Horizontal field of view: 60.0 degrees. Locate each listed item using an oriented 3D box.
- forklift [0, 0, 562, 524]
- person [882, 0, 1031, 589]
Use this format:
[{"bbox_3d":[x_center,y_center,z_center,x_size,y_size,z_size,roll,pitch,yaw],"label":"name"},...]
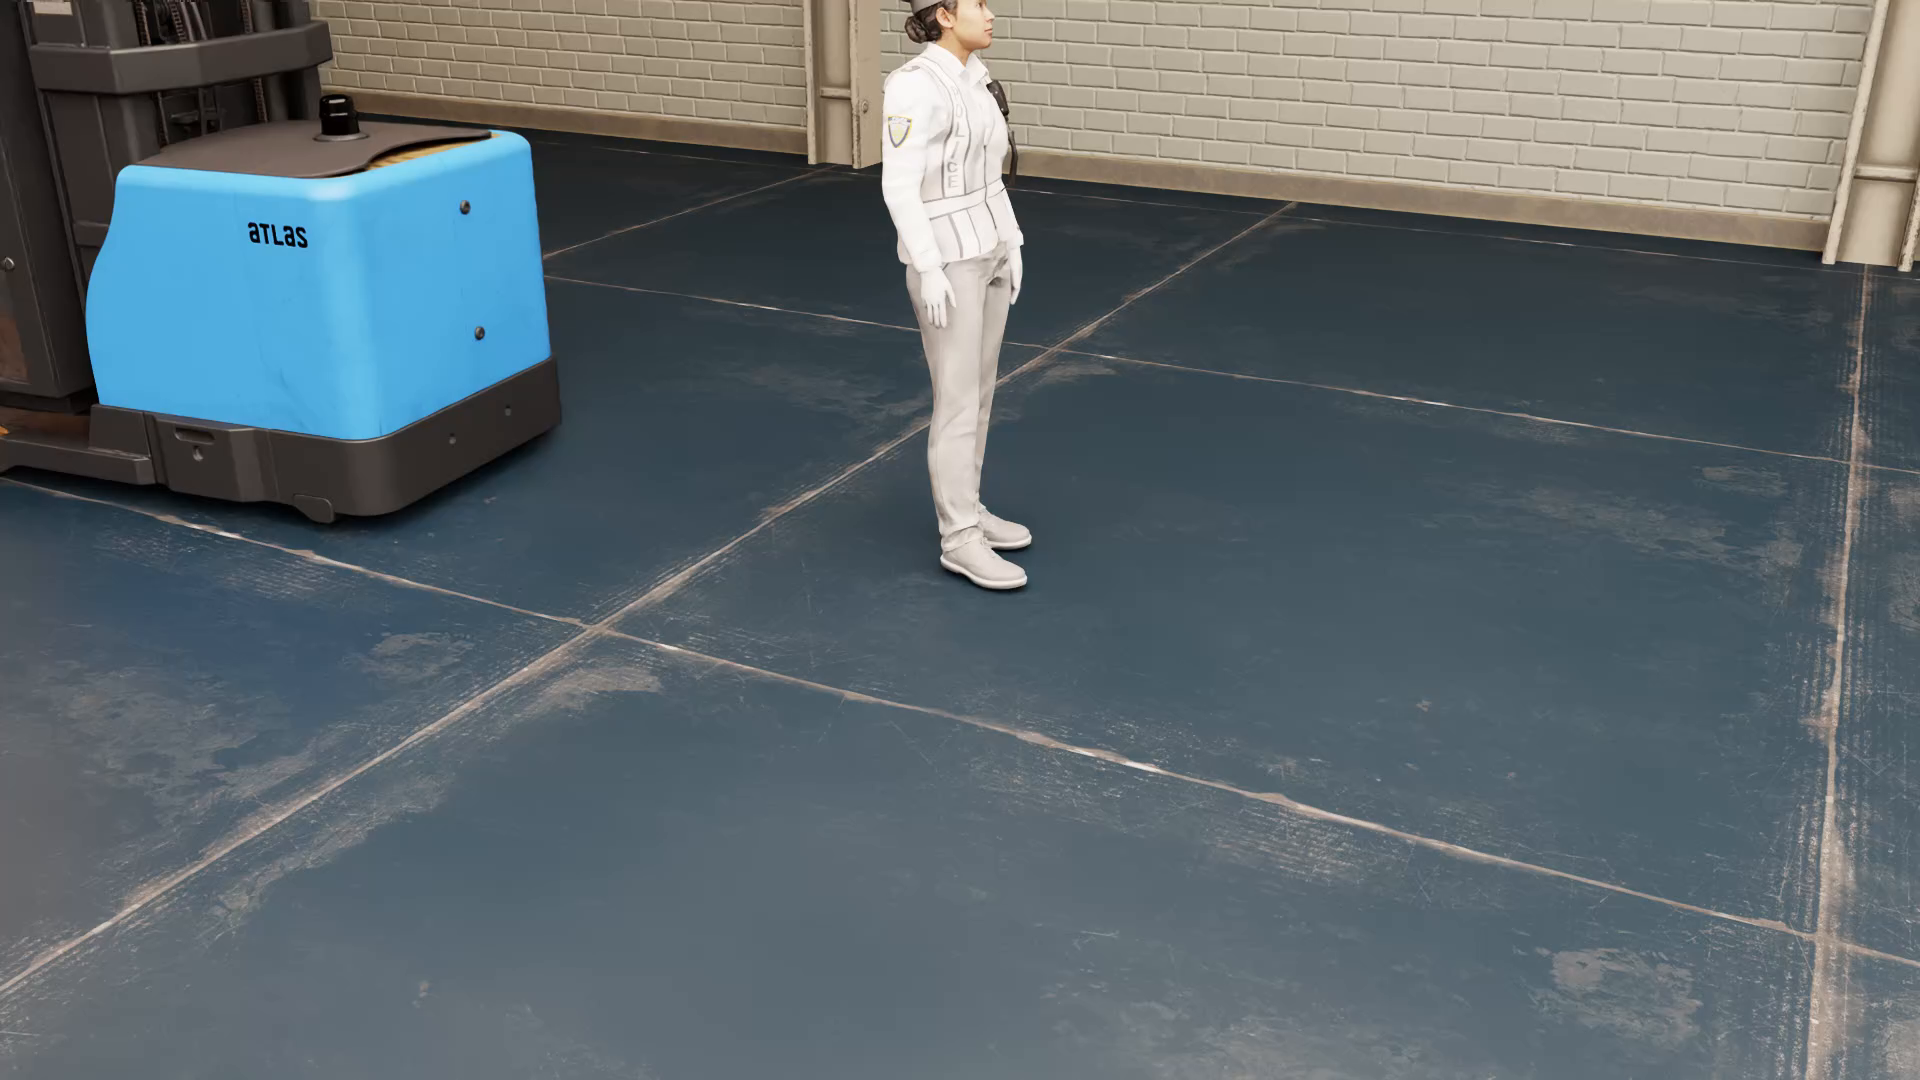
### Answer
[{"bbox_3d":[-2.977,-1.744,5.427,3.031,2.935,1.130,8,24,19],"label":"forklift"},{"bbox_3d":[0.058,-0.772,4.698,0.530,1.694,0.586,11,25,25],"label":"person"}]
